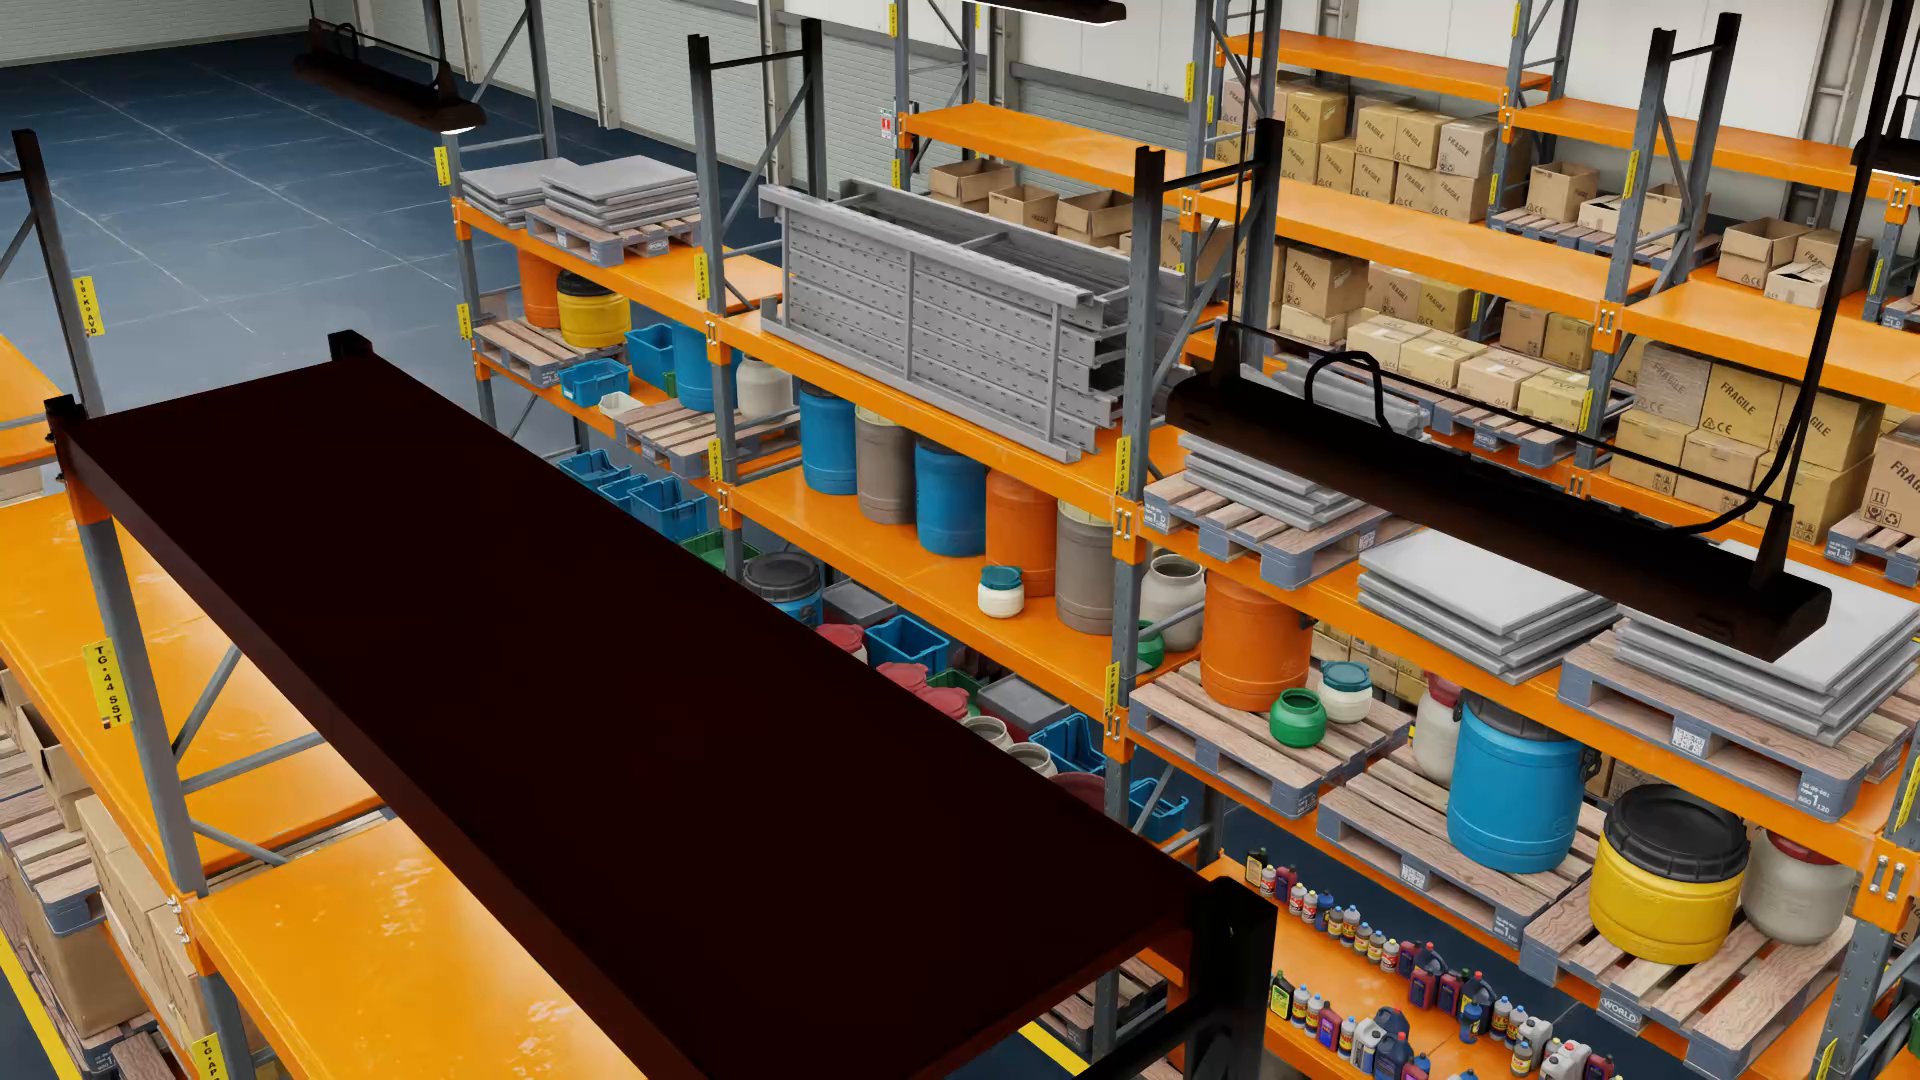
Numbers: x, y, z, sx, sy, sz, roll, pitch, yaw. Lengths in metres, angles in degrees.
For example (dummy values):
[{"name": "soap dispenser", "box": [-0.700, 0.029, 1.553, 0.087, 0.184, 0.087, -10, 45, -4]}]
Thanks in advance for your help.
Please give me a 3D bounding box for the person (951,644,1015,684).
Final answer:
[{"name": "person", "box": [0.235, 0.911, 13.393, 0.675, 1.684, 0.792, -21, 33, -35]}]
